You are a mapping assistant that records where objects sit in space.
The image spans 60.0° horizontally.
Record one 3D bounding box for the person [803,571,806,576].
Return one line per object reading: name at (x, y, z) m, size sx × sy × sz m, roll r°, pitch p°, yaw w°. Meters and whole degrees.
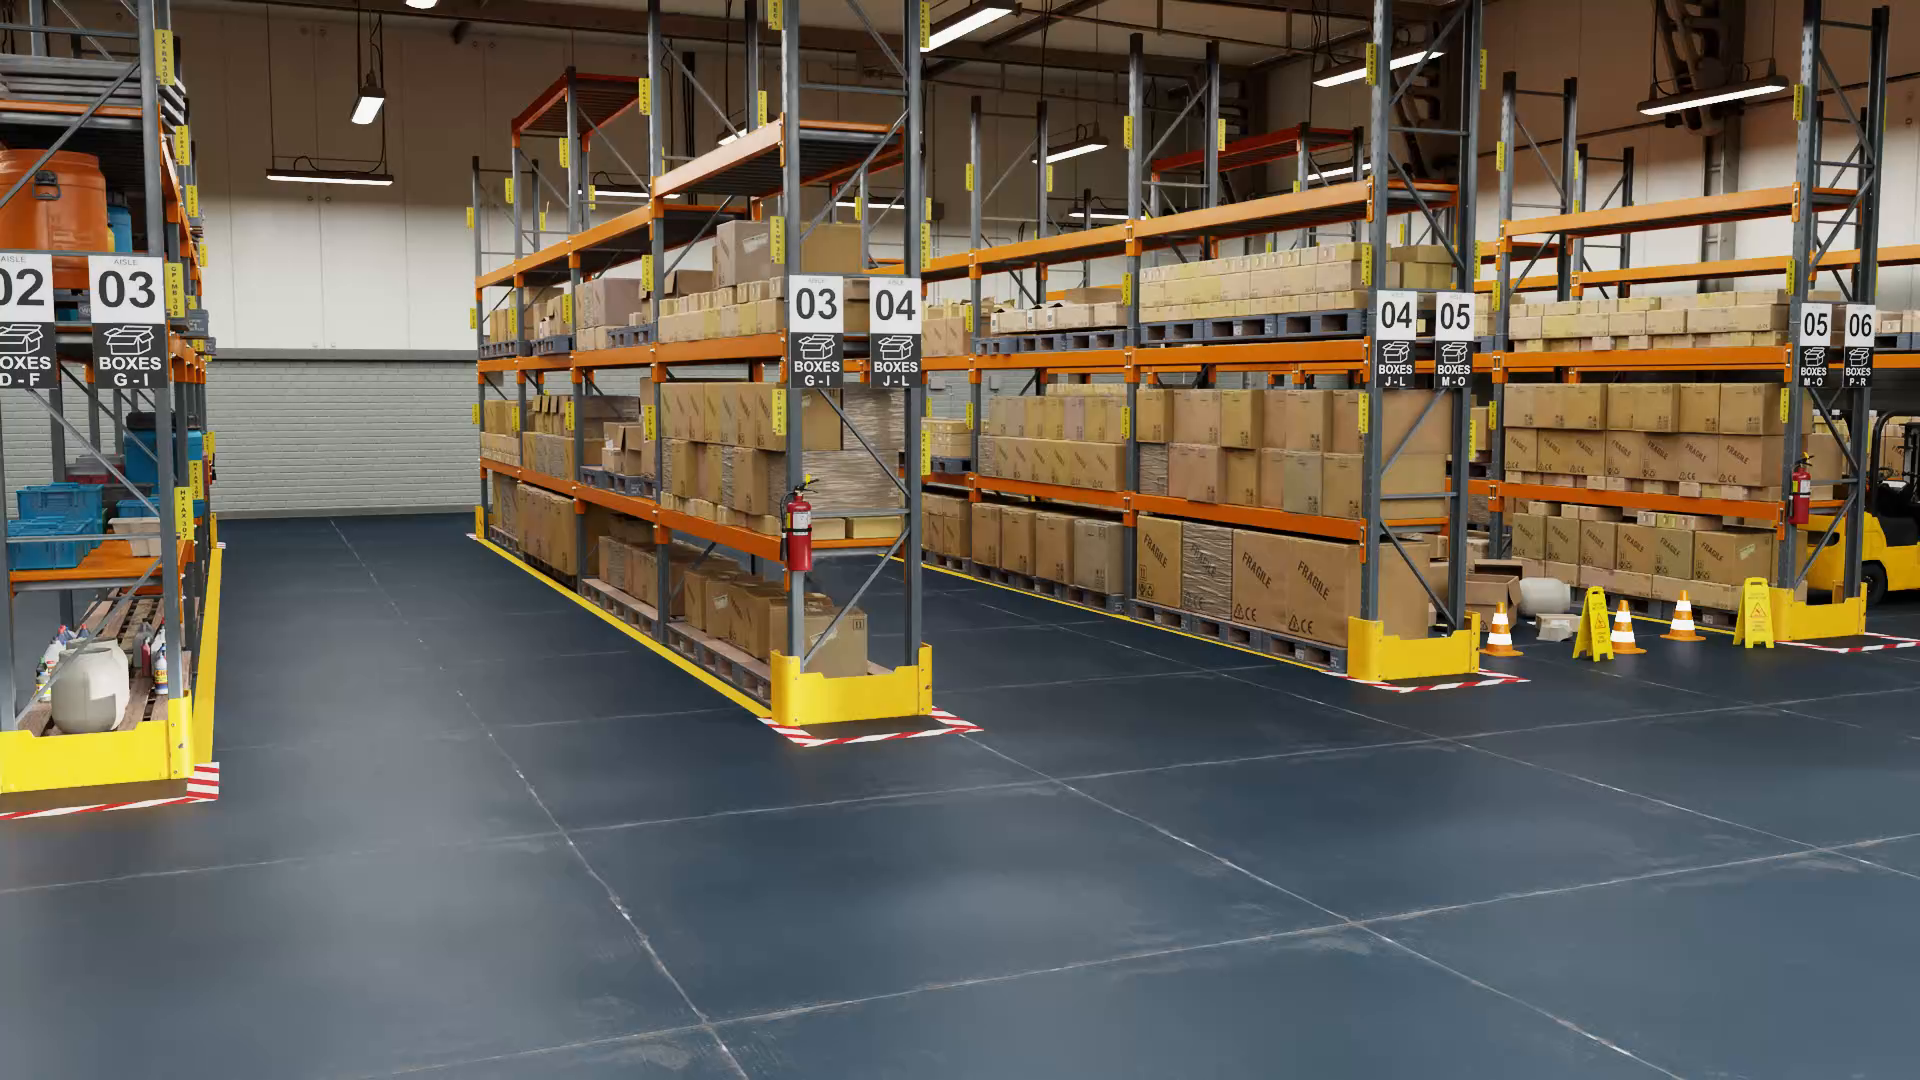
person at (-2.030, -0.426, 20.923) m, size 0.529 × 1.781 × 0.586 m, roll -1°, pitch 6°, yaw -15°
